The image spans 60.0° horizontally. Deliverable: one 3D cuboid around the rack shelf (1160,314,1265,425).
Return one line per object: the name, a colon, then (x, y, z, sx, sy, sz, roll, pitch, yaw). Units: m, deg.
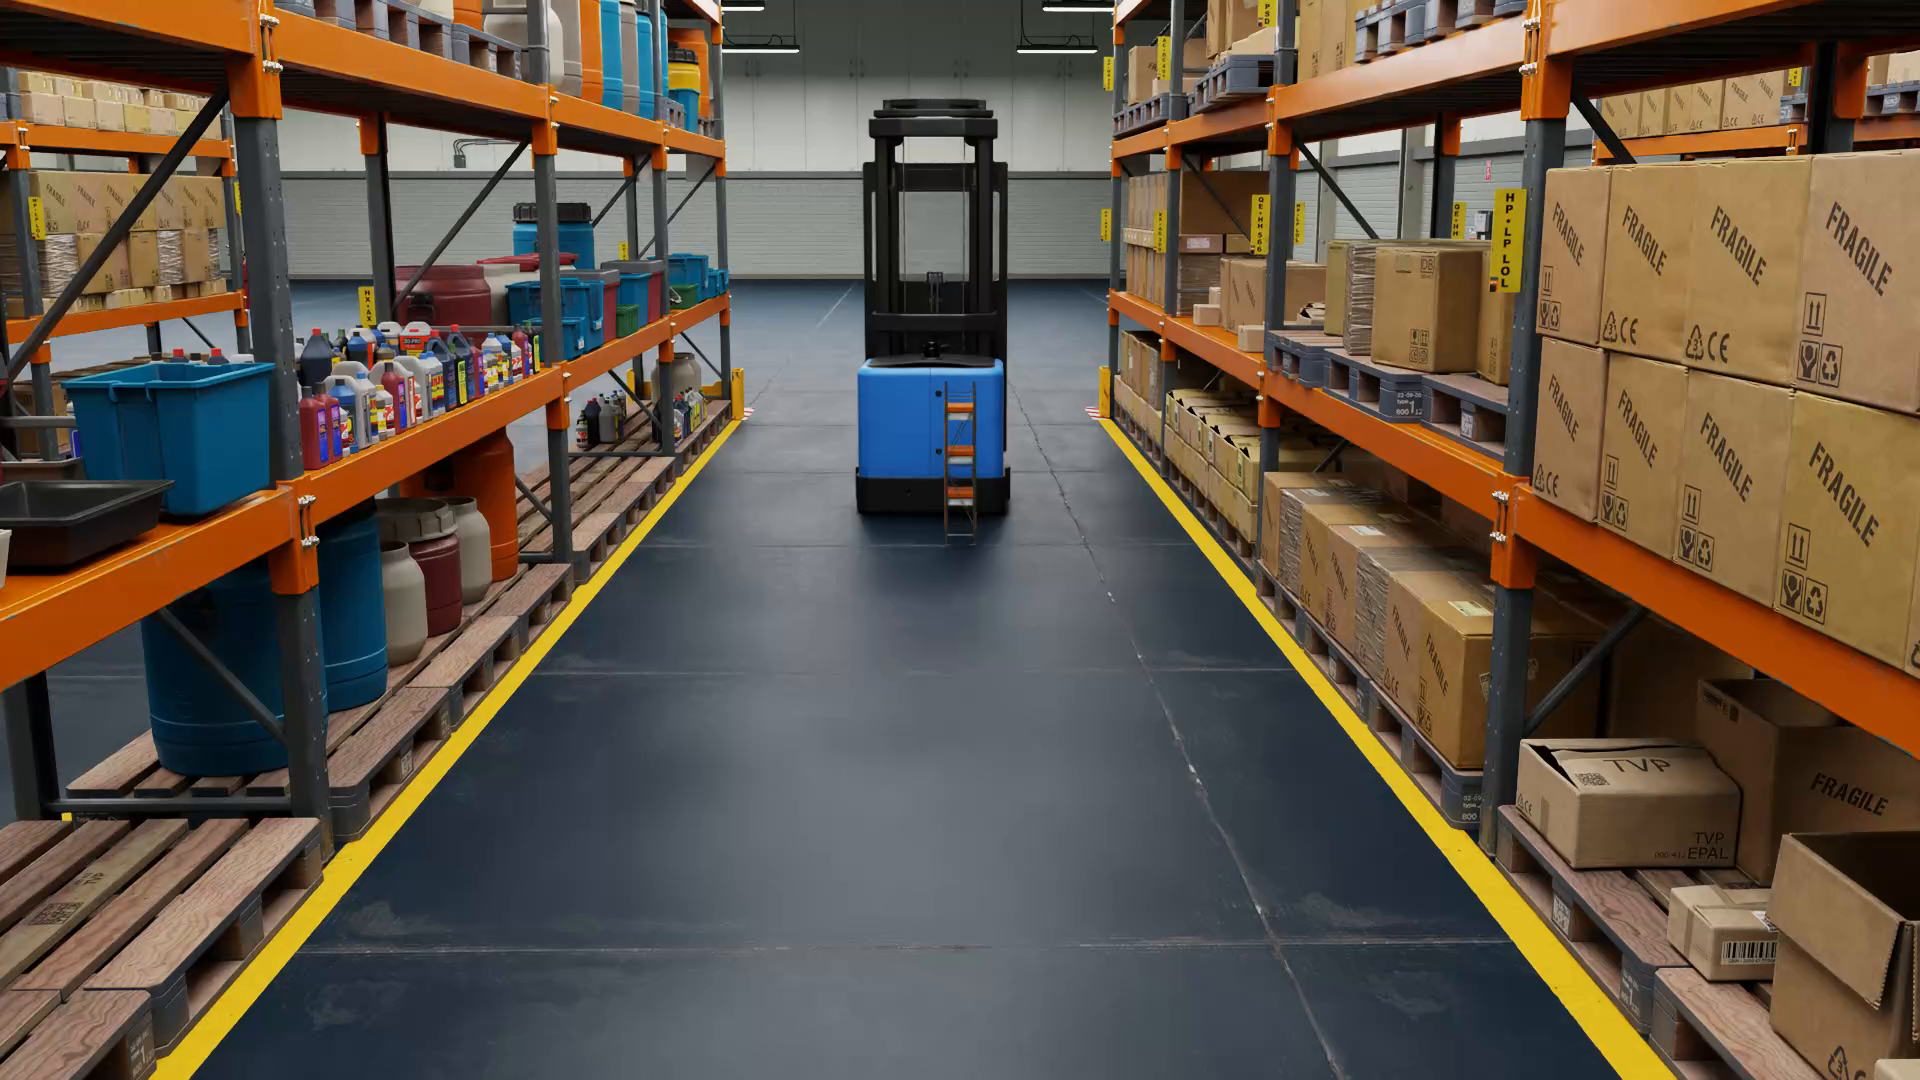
rack shelf: (2.181, -1.232, 11.396, 1.077, 0.370, 4.000, 0, 11, -1)

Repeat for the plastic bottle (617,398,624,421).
plastic bottle: (-3.017, -1.109, 14.706, 0.061, 0.283, 0.133, 0, 11, -1)

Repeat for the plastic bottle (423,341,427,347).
plastic bottle: (-2.411, -0.767, 7.588, 0.061, 0.283, 0.133, 0, 11, -1)

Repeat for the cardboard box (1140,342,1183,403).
cardboard box: (1.899, -1.498, 14.871, 0.500, 0.500, 0.500, 0, 11, -1)

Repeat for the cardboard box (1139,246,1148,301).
cardboard box: (2.074, -2.530, 15.735, 0.700, 0.500, 0.500, 0, 11, -1)

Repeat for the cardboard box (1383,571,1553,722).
cardboard box: (2.007, 0.422, 6.613, 0.500, 0.500, 0.500, 0, 11, -1)

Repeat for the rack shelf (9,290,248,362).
rack shelf: (-7.806, -1.987, 15.119, 1.077, 0.370, 4.000, 0, 11, -1)

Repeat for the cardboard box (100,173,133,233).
cardboard box: (-7.541, -2.916, 14.374, 0.500, 0.500, 0.500, 0, 11, -1)

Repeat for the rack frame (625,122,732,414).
rack frame: (-2.895, -2.758, 17.107, 1.000, 3.000, 0.127, 0, 11, -1)

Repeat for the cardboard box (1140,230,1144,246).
cardboard box: (1.879, -2.809, 15.479, 0.380, 0.149, 0.250, 0, 11, -2)

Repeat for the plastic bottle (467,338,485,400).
plastic bottle: (-2.271, -0.804, 7.772, 0.061, 0.283, 0.133, 0, 11, -1)

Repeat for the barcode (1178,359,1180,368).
barcode: (1.729, -1.391, 13.135, 0.001, 0.075, 0.075, 0, 11, -1)

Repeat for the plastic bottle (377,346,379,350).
plastic bottle: (-3.067, -0.940, 8.648, 0.097, 0.201, 0.097, 0, 11, 0)

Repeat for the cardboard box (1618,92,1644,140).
cardboard box: (6.742, -4.153, 16.138, 0.500, 0.500, 0.500, 1, 11, 3)

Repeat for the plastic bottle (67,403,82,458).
plastic bottle: (-2.978, -0.388, 5.741, 0.152, 0.276, 0.135, 0, 11, -1)

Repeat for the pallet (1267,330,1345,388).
pallet: (2.307, -0.958, 8.721, 1.213, 0.211, 1.003, 0, 11, -1)

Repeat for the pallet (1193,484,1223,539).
pallet: (2.222, -0.226, 11.642, 1.003, 0.211, 1.213, 0, 11, -1)

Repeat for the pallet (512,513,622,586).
pallet: (-2.707, 0.045, 10.306, 1.003, 0.211, 1.213, 0, 11, -1)

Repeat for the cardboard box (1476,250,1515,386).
cardboard box: (2.442, -0.878, 6.535, 0.700, 0.500, 0.500, 2, 12, 8)

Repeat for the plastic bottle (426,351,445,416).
plastic bottle: (-2.277, -0.675, 7.167, 0.097, 0.271, 0.097, 0, 11, 0)

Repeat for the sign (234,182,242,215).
sign: (-7.292, -3.458, 16.852, 0.100, 0.325, 0.005, 0, 11, -1)

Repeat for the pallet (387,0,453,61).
pallet: (-2.787, -2.131, 6.947, 1.003, 0.211, 1.213, 0, 11, -1)

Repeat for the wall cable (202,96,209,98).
wall cable: (-20.258, -12.992, 47.574, 3.097, 2.526, 0.112, 0, 11, -1)

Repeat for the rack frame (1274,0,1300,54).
rack frame: (2.223, -4.127, 8.769, 1.000, 3.000, 0.127, 0, 11, -1)

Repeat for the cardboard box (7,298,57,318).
cardboard box: (-7.468, -1.863, 13.329, 0.380, 0.149, 0.250, 0, 11, -1)

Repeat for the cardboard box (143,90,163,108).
cardboard box: (-7.510, -4.017, 15.143, 0.380, 0.149, 0.250, -1, 11, -4)

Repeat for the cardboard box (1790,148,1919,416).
cardboard box: (2.067, -0.529, 3.354, 0.500, 0.500, 0.500, 0, 11, 1)

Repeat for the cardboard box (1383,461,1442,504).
cardboard box: (2.482, -0.349, 8.529, 0.500, 0.250, 0.500, 0, 11, 1)

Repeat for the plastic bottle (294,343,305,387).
plastic bottle: (-3.015, -0.743, 7.491, 0.152, 0.276, 0.135, 0, 11, -1)

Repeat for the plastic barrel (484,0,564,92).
plastic barrel: (-2.430, -2.755, 9.270, 0.421, 0.512, 0.421, 0, 11, 0)

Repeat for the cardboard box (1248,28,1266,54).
cardboard box: (2.128, -3.097, 10.557, 0.500, 0.250, 0.500, 0, 11, -2)

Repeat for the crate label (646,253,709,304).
crate label: (-2.587, -2.410, 15.306, 0.502, 0.435, 0.616, 0, 11, -1)

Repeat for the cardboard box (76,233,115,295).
cardboard box: (-7.687, -2.326, 13.981, 0.875, 0.500, 0.500, 0, 11, -1)

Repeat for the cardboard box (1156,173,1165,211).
cardboard box: (2.103, -2.955, 14.566, 0.700, 0.500, 0.500, 0, 11, -1)

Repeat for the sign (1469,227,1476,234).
sign: (7.835, -4.733, 25.423, 0.001, 0.109, 0.331, 0, 11, -1)

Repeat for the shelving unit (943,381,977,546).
shelving unit: (0.001, -0.504, 10.902, 0.215, 1.050, 0.252, 0, 11, -1)

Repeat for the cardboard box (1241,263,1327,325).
cardboard box: (2.172, -1.569, 10.999, 0.500, 0.500, 0.500, -1, 11, -4)

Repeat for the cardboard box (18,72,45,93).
cardboard box: (-7.463, -3.600, 13.089, 0.380, 0.149, 0.250, -1, 11, -3)

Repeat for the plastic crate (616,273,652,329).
plastic crate: (-2.478, -1.737, 12.115, 0.392, 0.384, 0.575, 0, 11, -1)

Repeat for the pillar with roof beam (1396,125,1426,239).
pillar with roof beam: (3.337, -7.970, 27.714, 9.100, 9.000, 0.400, 0, 11, -1)

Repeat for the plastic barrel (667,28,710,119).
plastic barrel: (-2.758, -4.548, 16.251, 0.600, 0.830, 0.708, 0, 11, -1)

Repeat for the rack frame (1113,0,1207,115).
rack frame: (2.057, -5.717, 16.607, 1.000, 3.000, 0.127, 0, 11, -1)

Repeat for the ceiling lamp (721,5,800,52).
ceiling lamp: (-4.949, -13.608, 40.822, 2.000, 3.185, 0.800, 0, 11, -1)

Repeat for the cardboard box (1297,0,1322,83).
cardboard box: (2.265, -2.619, 8.630, 0.910, 0.500, 0.500, 0, 11, -1)

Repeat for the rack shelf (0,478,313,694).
rack shelf: (-2.606, 0.378, 3.461, 1.077, 0.370, 4.000, 0, 11, -1)

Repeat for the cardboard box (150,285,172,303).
cardboard box: (-7.499, -2.261, 15.289, 0.380, 0.149, 0.250, 0, 11, -1)

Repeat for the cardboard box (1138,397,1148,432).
cardboard box: (1.886, -1.130, 14.946, 0.500, 0.250, 0.500, 0, 11, -1)

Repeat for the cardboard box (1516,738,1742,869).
cardboard box: (2.098, 0.795, 5.254, 0.500, 0.311, 0.500, 0, 11, -1)

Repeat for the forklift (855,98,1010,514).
forklift: (-0.178, -1.865, 12.880, 1.130, 2.935, 3.031, 0, 11, 1)

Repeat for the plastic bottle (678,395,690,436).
plastic bottle: (-2.418, -1.079, 14.392, 0.144, 0.351, 0.185, -1, 11, -4)

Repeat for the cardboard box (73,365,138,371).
cardboard box: (-7.810, -1.351, 15.403, 0.500, 0.500, 0.500, 1, 11, 4)

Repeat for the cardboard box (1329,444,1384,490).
cardboard box: (2.506, -0.425, 10.060, 0.500, 0.311, 0.500, 0, 11, 1)

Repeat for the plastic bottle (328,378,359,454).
plastic bottle: (-2.253, -0.452, 6.069, 0.097, 0.271, 0.097, 0, 11, 0)

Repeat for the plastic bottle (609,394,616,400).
plastic bottle: (-3.160, -1.186, 15.118, 0.097, 0.271, 0.097, 0, 11, 0)

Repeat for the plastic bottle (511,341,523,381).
plastic bottle: (-2.306, -0.922, 8.561, 0.097, 0.201, 0.097, 0, 11, 0)

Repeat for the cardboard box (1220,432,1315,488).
cardboard box: (1.948, -0.526, 10.558, 0.500, 0.311, 0.500, 0, 11, -2)

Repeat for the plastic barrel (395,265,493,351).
plastic barrel: (-3.042, -1.325, 9.703, 0.600, 0.536, 0.708, 0, 11, -1)

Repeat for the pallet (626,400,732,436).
pallet: (-2.835, -1.215, 16.515, 1.003, 0.211, 1.213, 0, 11, -1)
